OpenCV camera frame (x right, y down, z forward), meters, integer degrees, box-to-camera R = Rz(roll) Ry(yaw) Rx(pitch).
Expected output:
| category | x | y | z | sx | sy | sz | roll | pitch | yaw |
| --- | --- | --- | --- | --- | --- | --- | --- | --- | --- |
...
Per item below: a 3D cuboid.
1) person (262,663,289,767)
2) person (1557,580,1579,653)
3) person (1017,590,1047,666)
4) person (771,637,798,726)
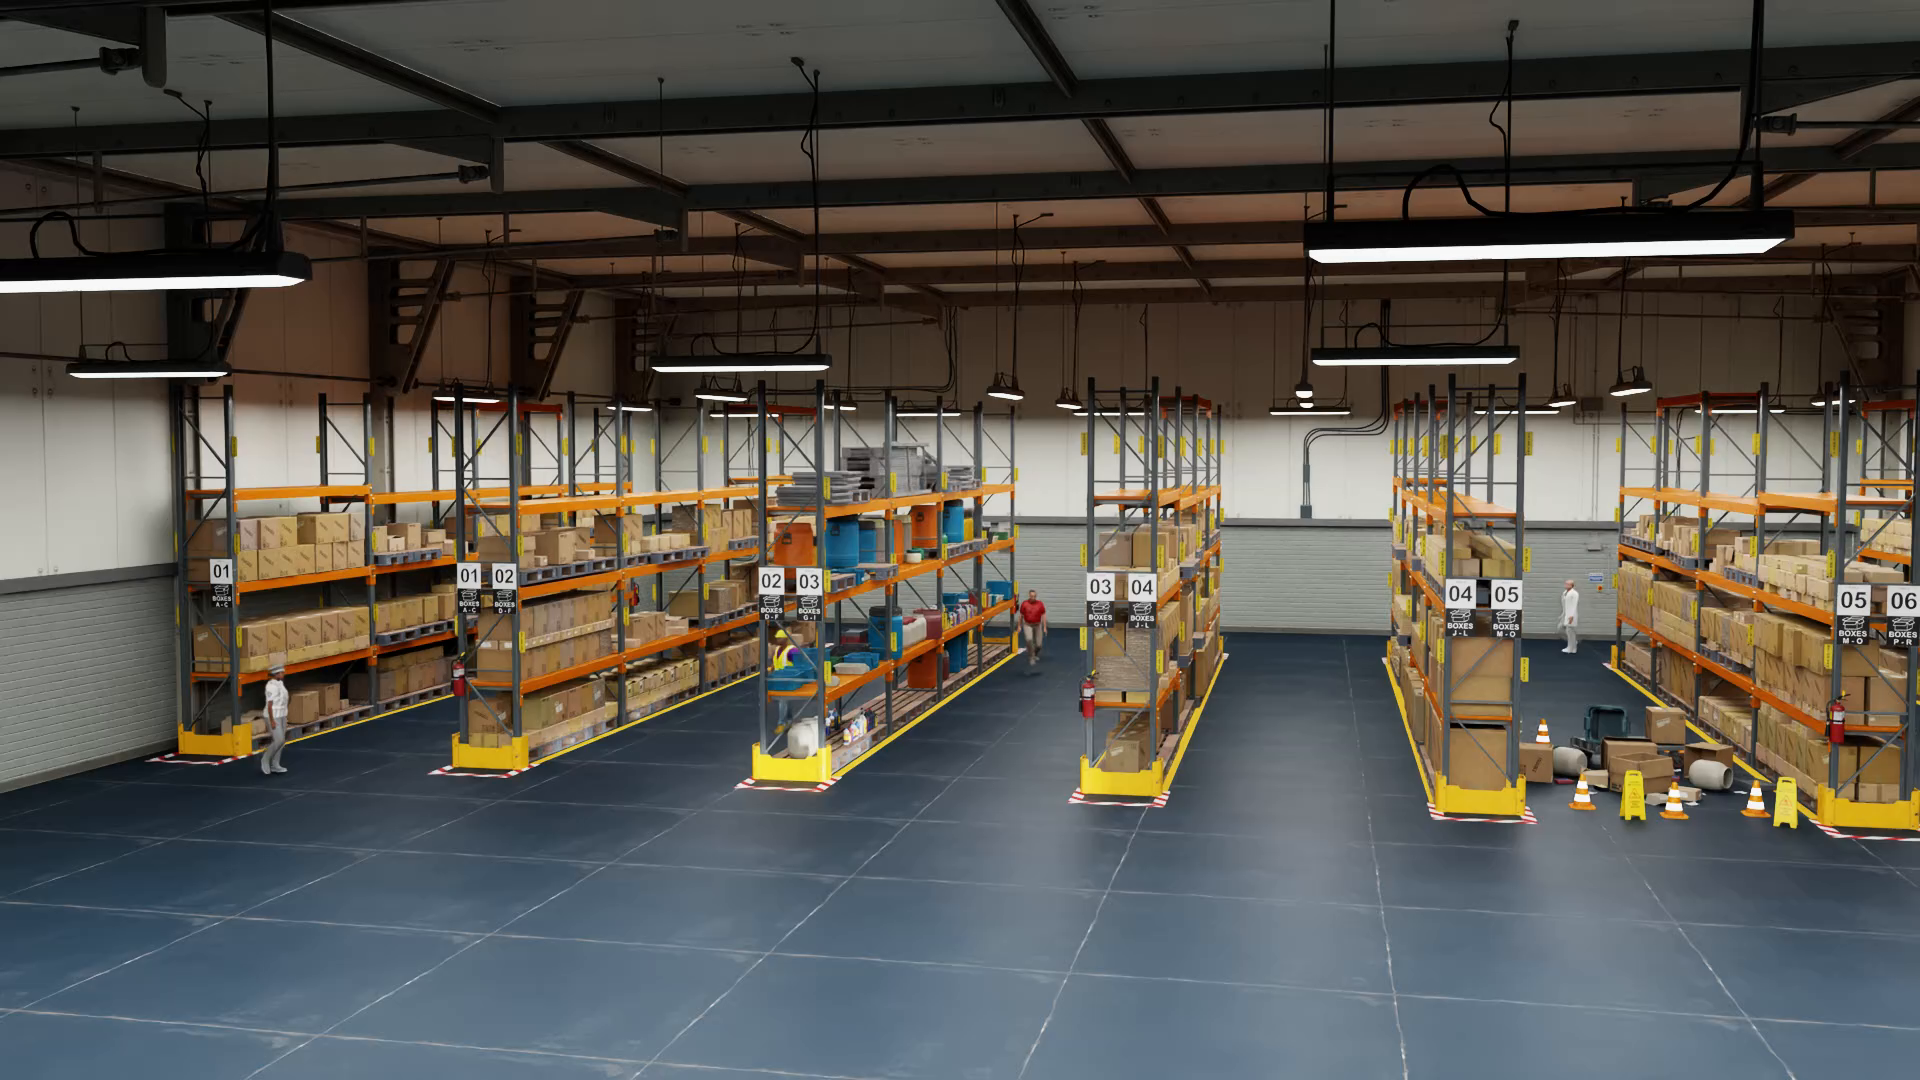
| category | x | y | z | sx | sy | sz | roll | pitch | yaw |
| --- | --- | --- | --- | --- | --- | --- | --- | --- | --- |
| person | -10.447 | 2.687 | 25.431 | 0.393 | 1.611 | 0.471 | 0 | 3 | 8 |
| person | 14.763 | 1.858 | 40.298 | 0.522 | 1.800 | 0.598 | 0 | 3 | -8 |
| person | 1.612 | 1.894 | 36.410 | 0.609 | 1.616 | 0.954 | -1 | 3 | -12 |
| person | -3.130 | 2.458 | 29.418 | 0.568 | 1.656 | 0.625 | -3 | 4 | -42 |
